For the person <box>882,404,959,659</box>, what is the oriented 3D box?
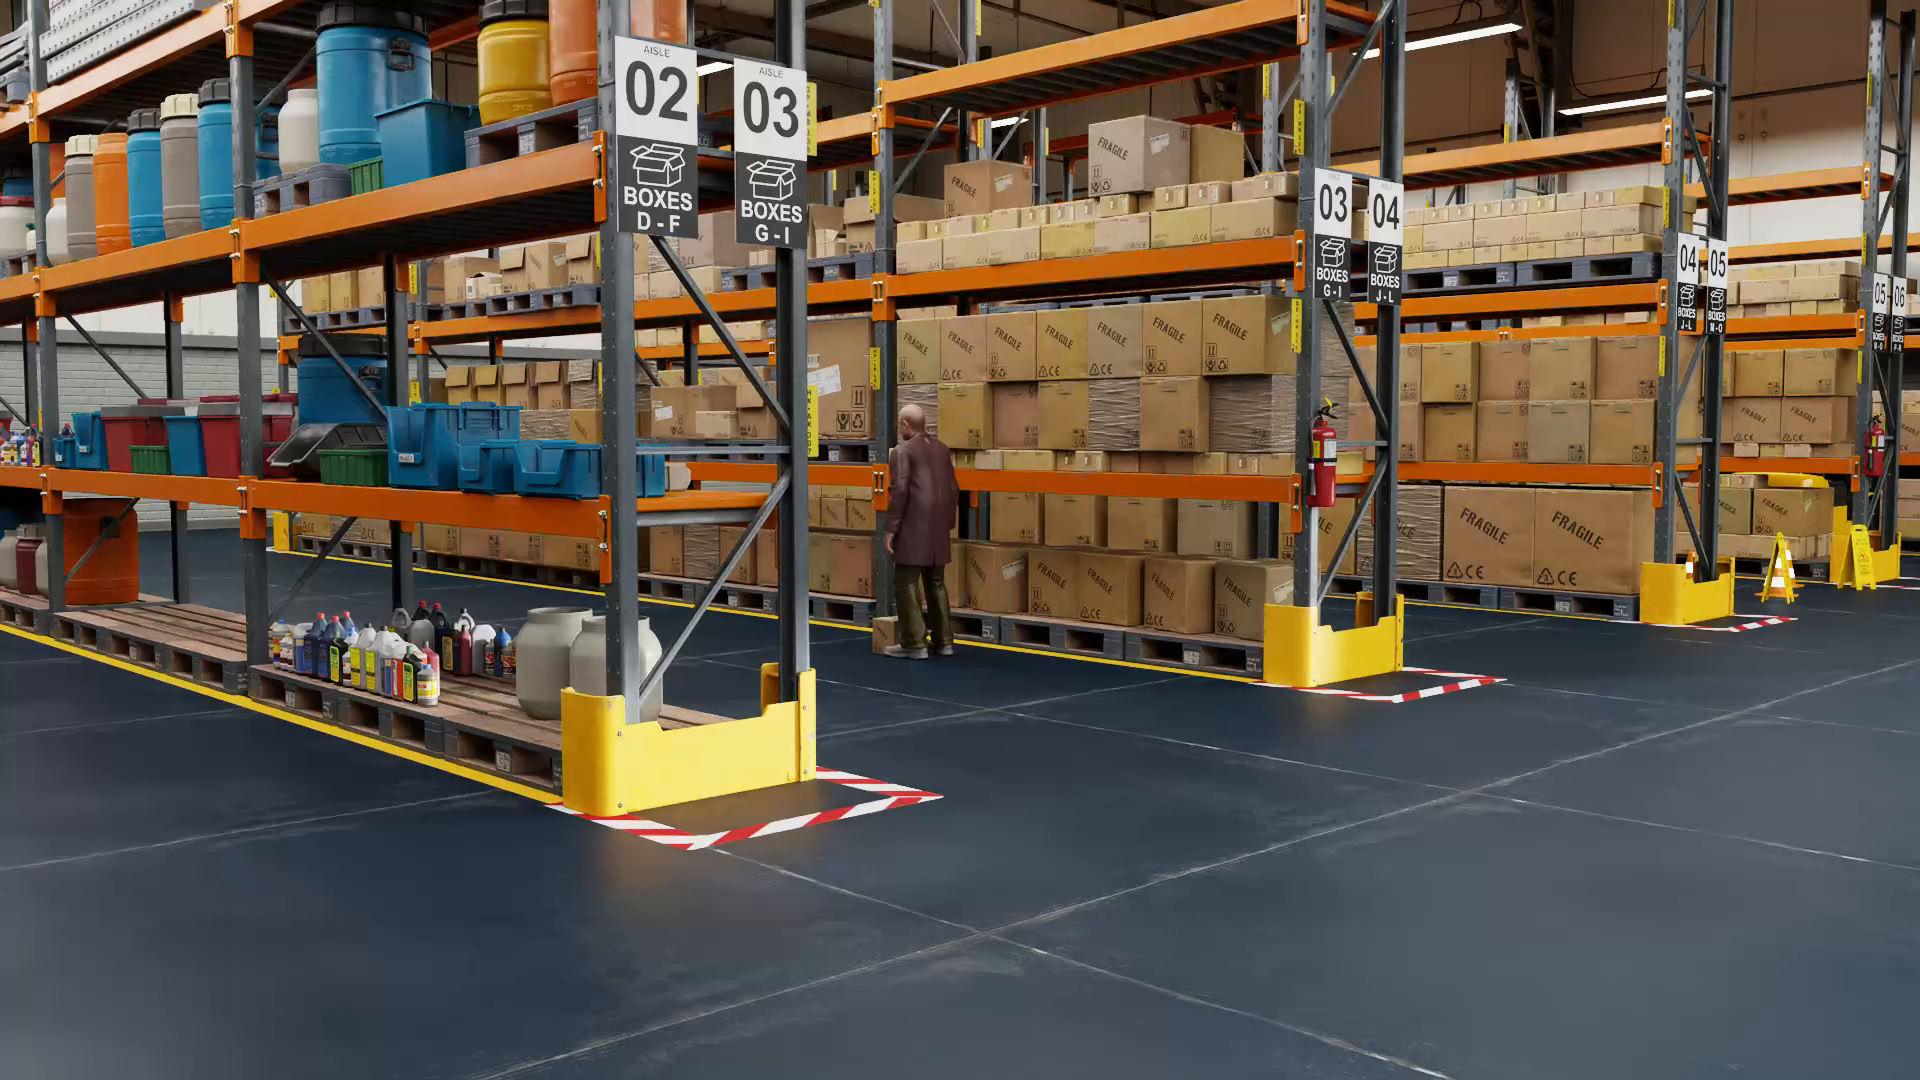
[{"bbox_3d":[-0.282,-0.063,11.683,0.648,1.774,0.418,-4,5,-43],"label":"person"}]
